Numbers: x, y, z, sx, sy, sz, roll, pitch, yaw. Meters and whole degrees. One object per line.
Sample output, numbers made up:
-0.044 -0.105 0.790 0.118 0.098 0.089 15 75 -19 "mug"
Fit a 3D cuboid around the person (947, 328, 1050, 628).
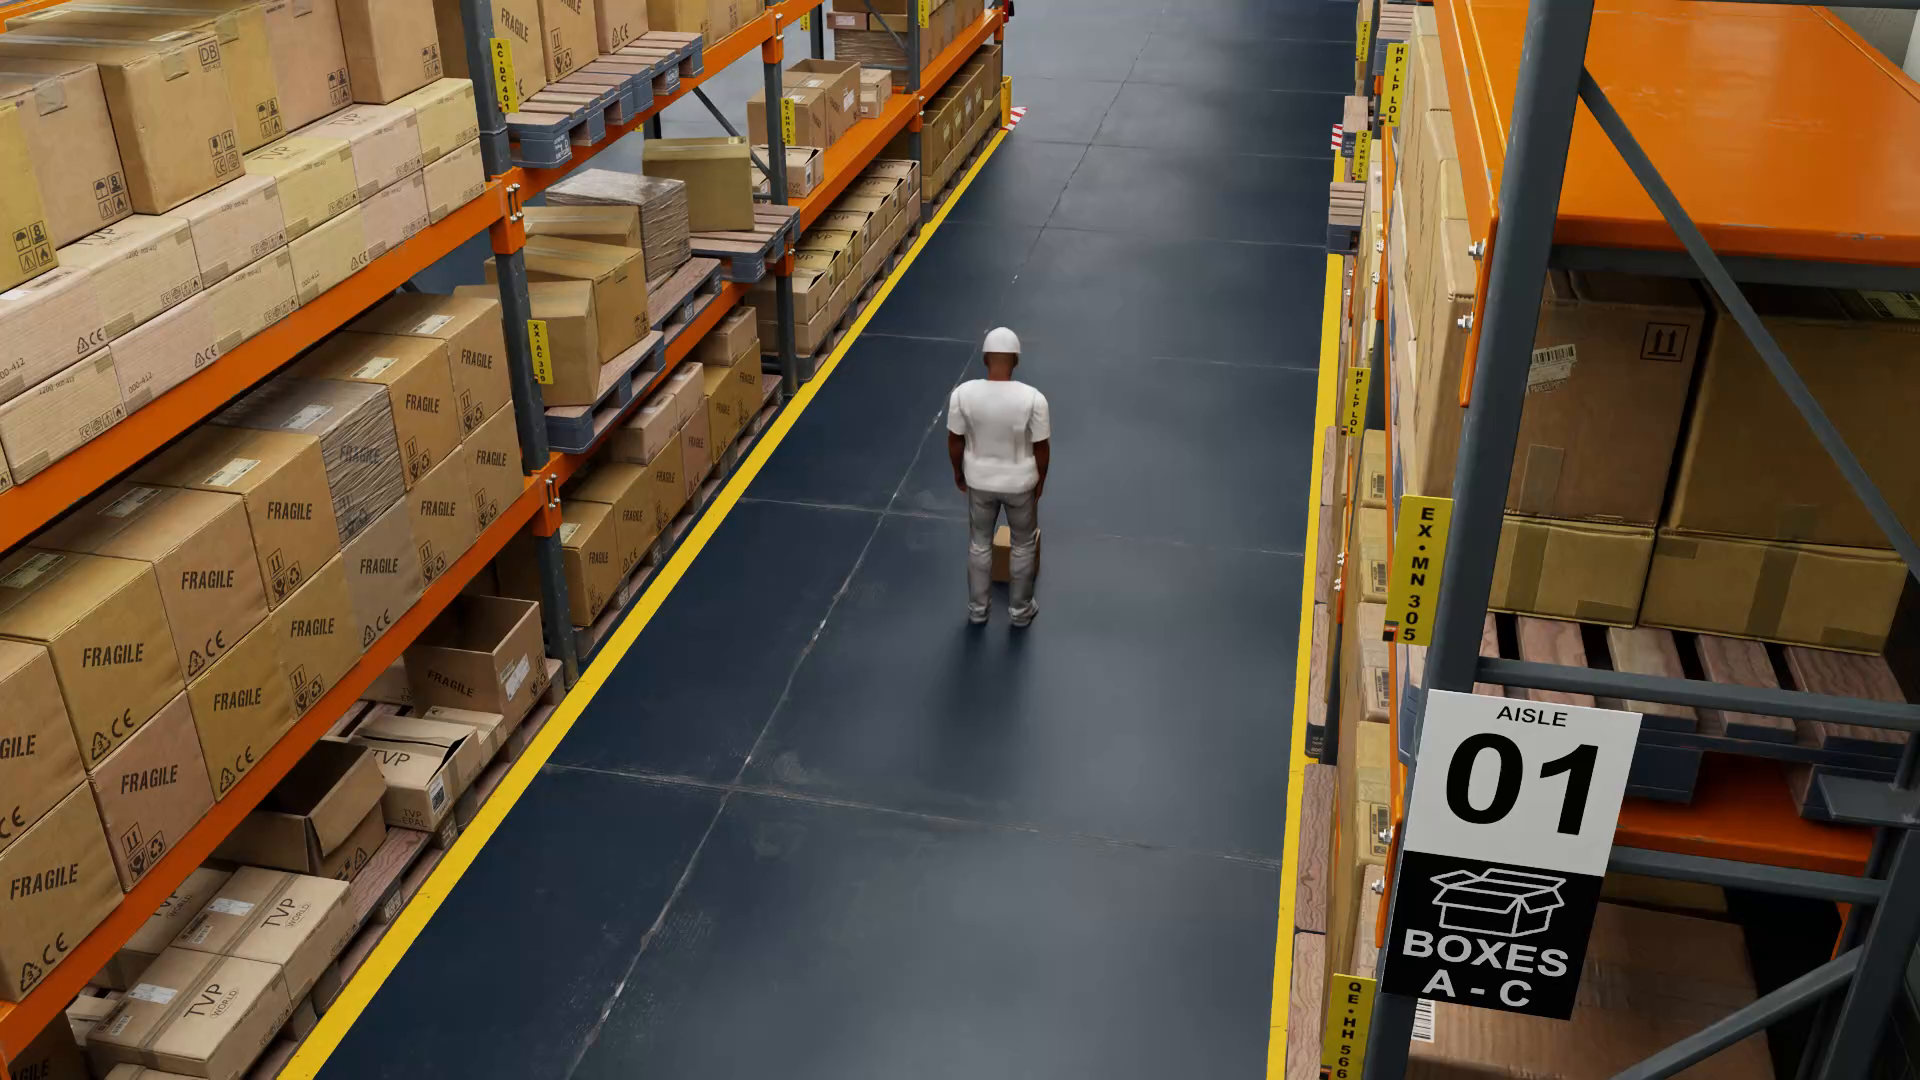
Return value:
0.219 -0.339 9.231 0.571 1.757 0.379 6 29 12 "person"
